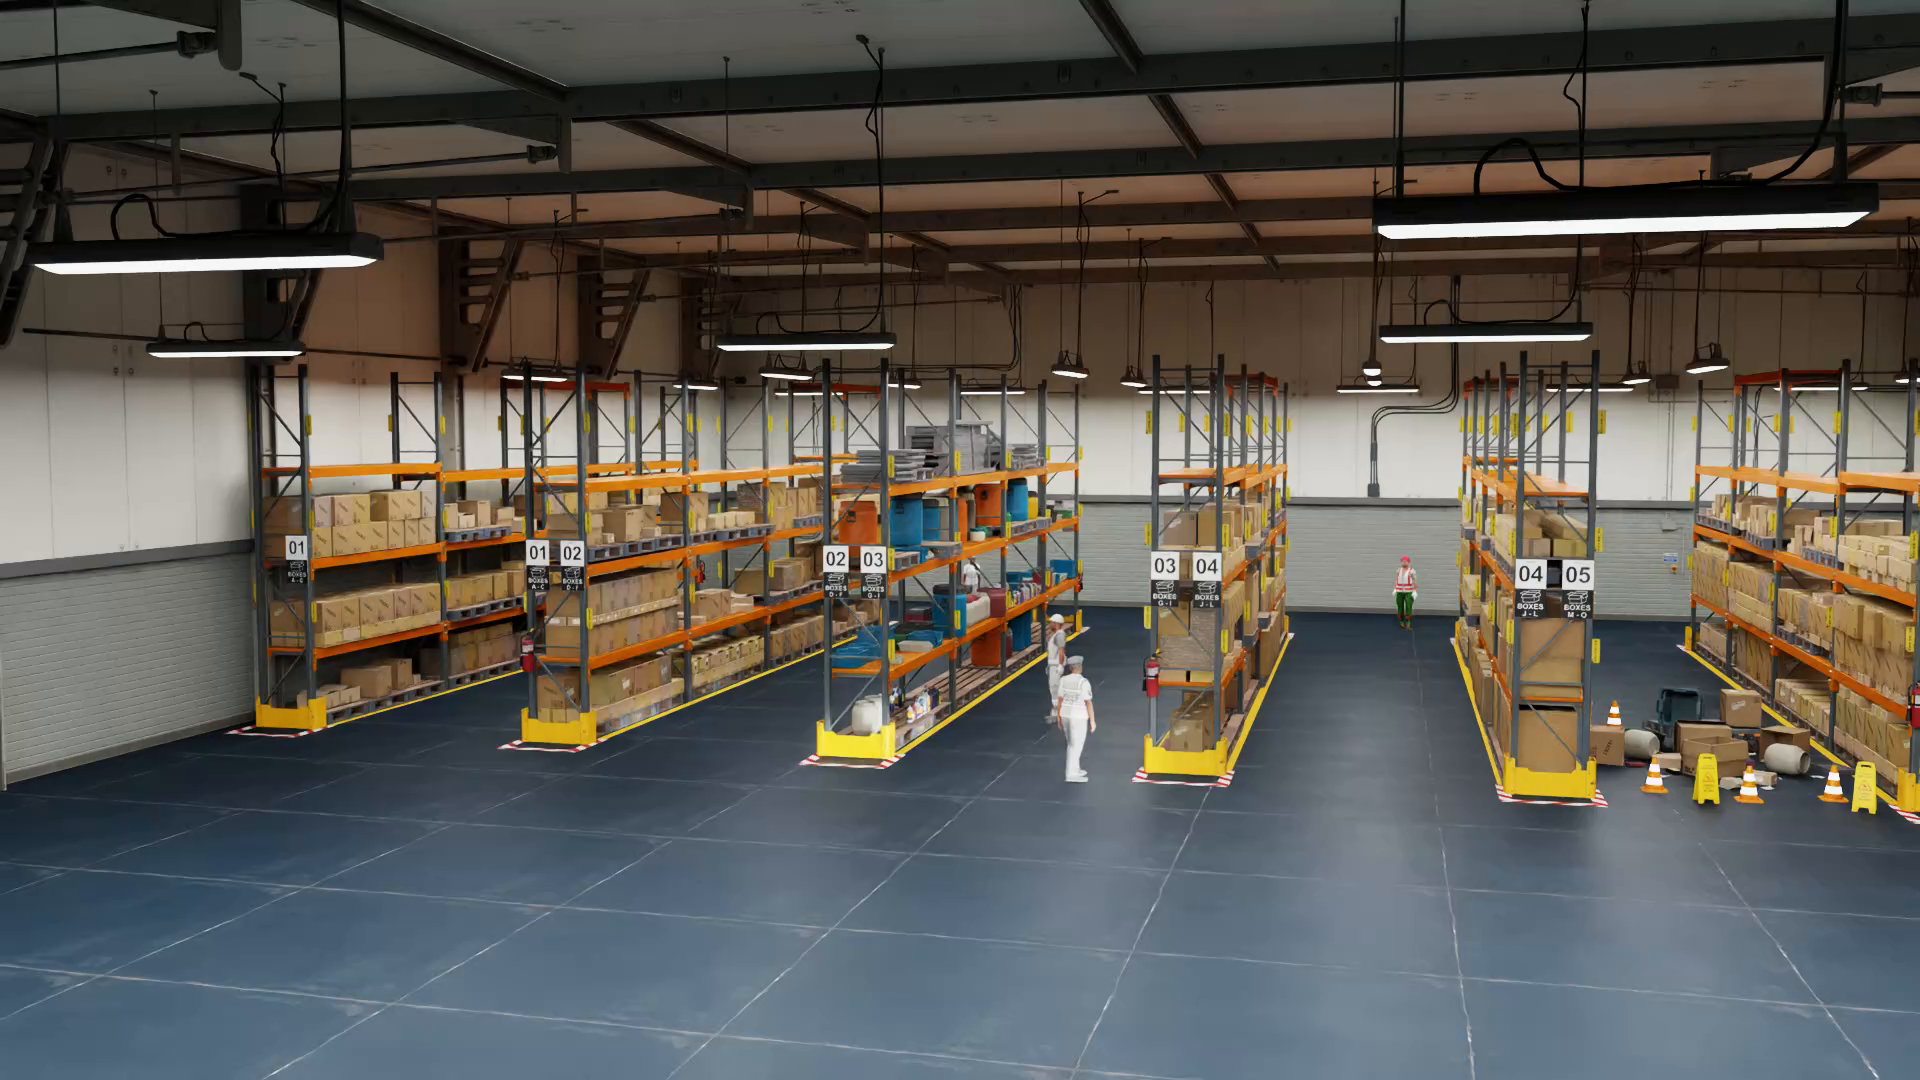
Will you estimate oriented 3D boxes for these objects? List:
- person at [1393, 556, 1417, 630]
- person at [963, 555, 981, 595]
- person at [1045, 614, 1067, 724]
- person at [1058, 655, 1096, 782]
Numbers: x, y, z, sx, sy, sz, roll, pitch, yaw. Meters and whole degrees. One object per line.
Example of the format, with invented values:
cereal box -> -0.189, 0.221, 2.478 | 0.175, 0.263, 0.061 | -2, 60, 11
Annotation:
person -> 10.953, 1.300, 40.920 | 0.575, 1.803, 0.532 | 1, 4, 17
person -> 0.301, 1.167, 43.522 | 0.459, 1.645, 0.984 | 0, 4, 6
person -> 1.611, 2.169, 28.211 | 0.377, 1.822, 0.643 | 0, 4, -2
person -> 1.699, 2.504, 23.433 | 0.578, 1.761, 0.589 | -3, 5, -34
